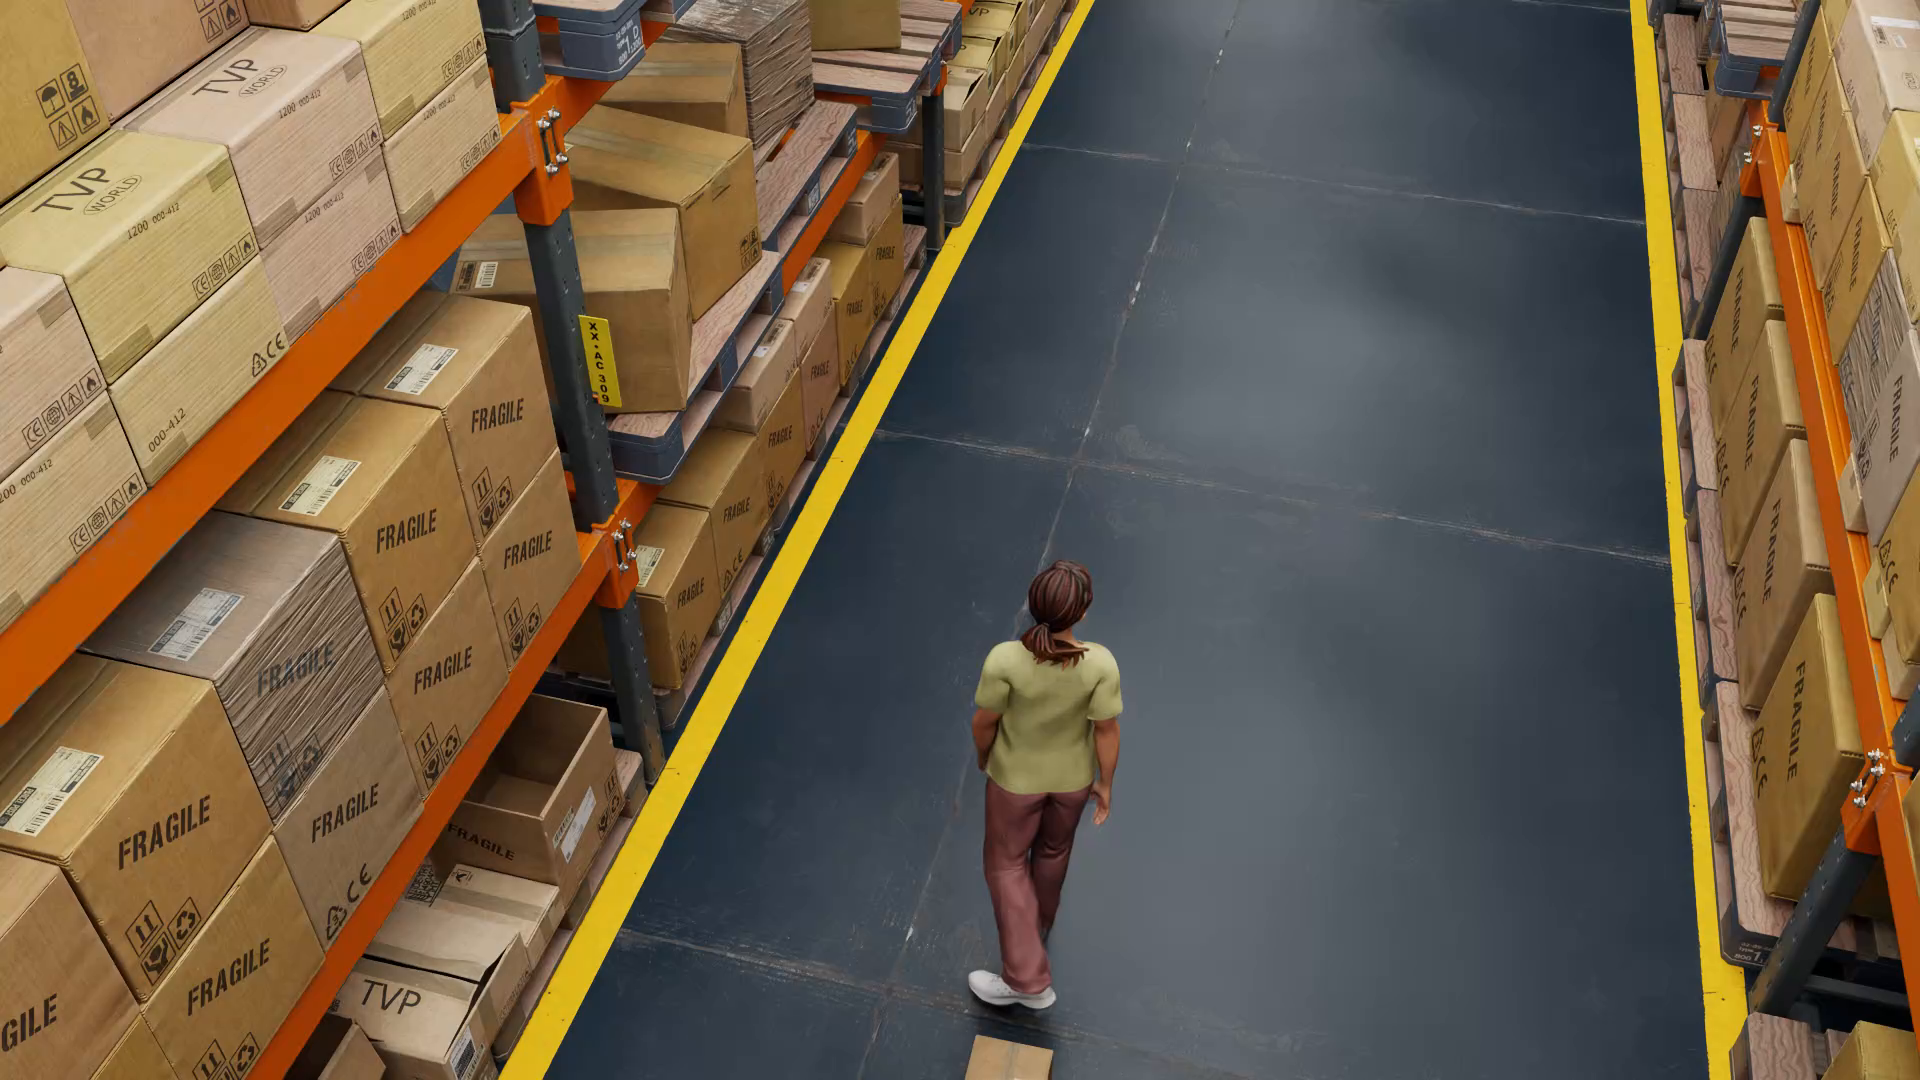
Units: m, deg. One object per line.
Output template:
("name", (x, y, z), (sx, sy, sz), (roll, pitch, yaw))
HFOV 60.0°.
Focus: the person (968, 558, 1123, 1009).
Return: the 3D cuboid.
("person", (0.254, 0.792, 5.253), (0.495, 1.666, 0.647), (-4, 41, -5))
